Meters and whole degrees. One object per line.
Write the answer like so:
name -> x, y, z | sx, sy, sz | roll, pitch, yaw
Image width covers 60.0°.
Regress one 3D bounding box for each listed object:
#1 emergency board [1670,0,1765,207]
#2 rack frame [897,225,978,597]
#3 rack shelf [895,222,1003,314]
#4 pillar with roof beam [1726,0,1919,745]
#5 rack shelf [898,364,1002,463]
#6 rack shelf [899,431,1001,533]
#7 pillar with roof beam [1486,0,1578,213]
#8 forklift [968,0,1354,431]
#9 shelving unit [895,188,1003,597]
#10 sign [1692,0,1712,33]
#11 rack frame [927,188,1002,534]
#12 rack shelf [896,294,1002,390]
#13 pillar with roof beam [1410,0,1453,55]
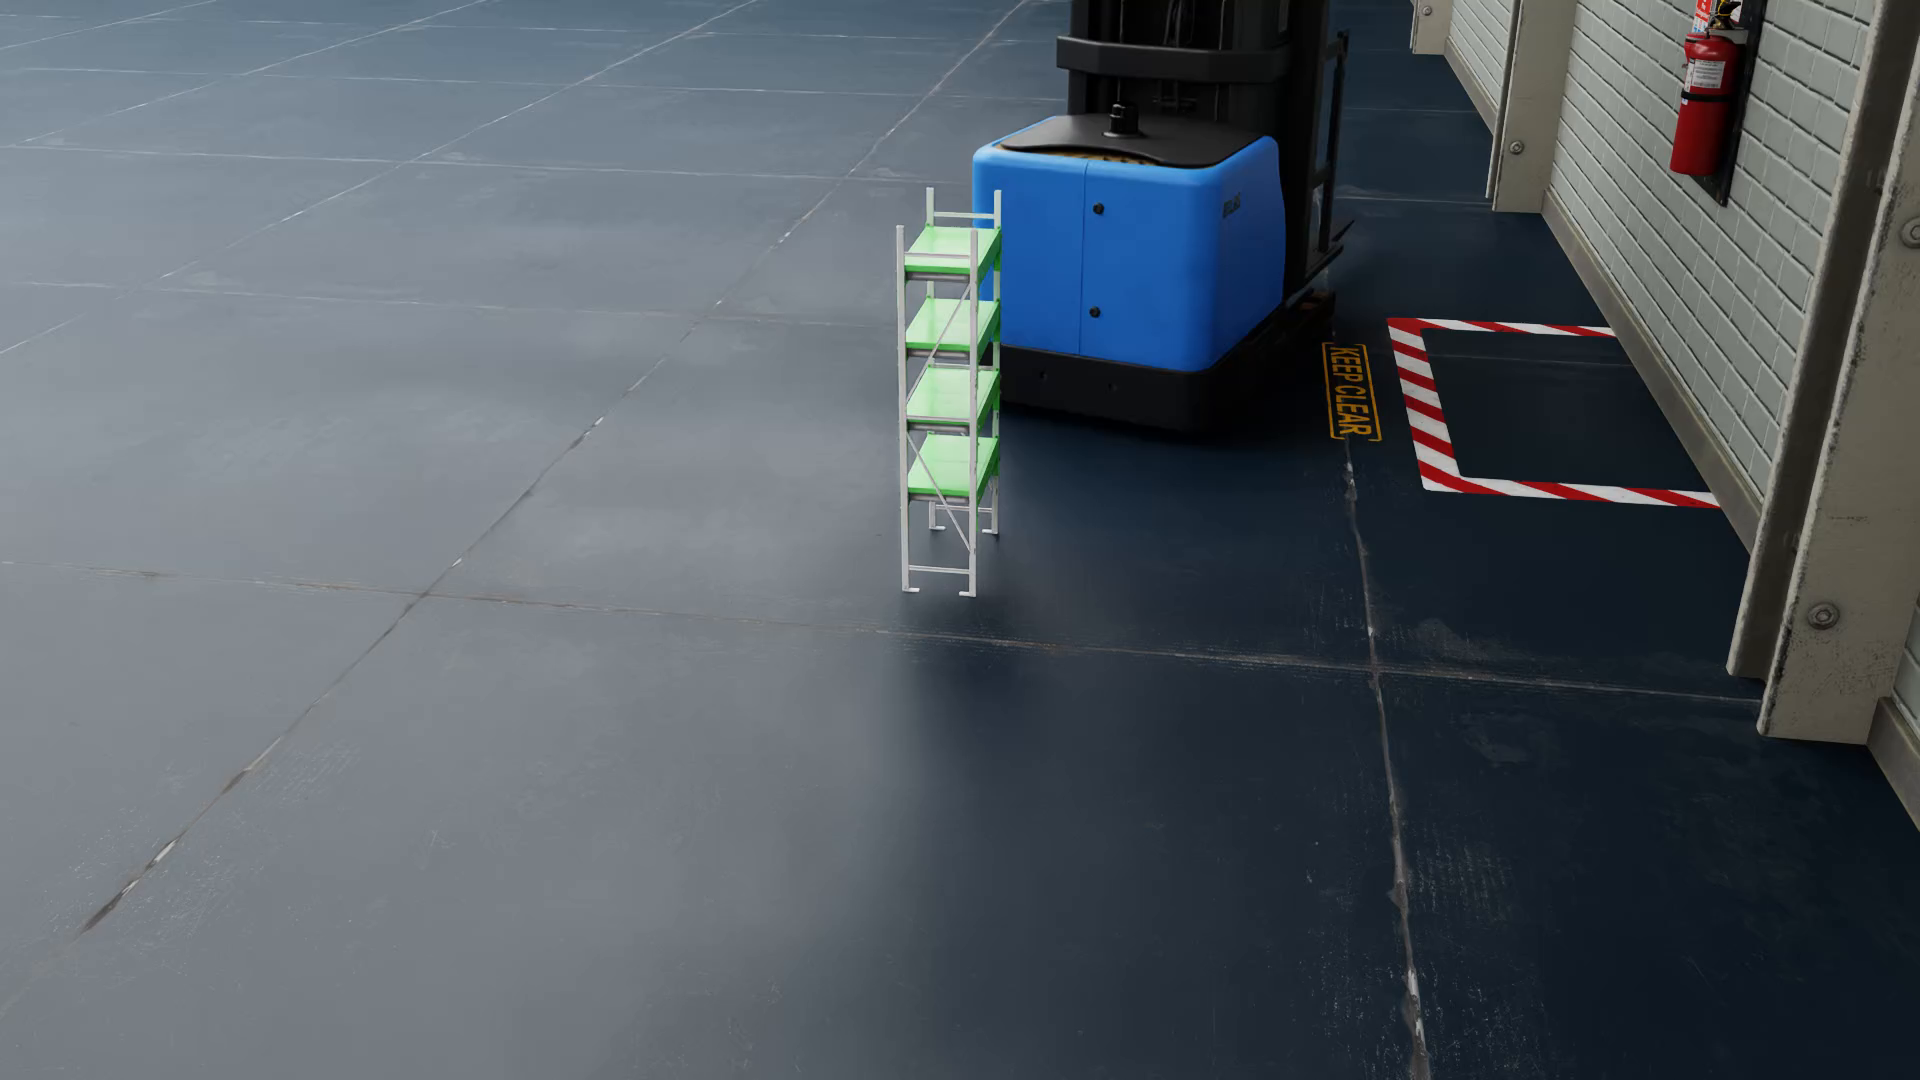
emergency board -> 2.840, -1.921, 6.315 | 0.194, 1.169, 0.643 | 4, 25, 9
rack frame -> -0.067, -0.372, 5.130 | 0.240, 1.200, 0.015 | 4, 25, 9
rack shelf -> -0.027, -0.851, 5.171 | 0.258, 0.148, 0.480 | 4, 25, 9
pillar with roof beam -> -1.849, -3.905, 3.478 | 9.100, 9.000, 0.400 | 4, 25, 9
rack shelf -> -0.027, -0.416, 5.375 | 0.258, 0.148, 0.480 | 4, 25, 9
rack shelf -> -0.027, -0.199, 5.477 | 0.258, 0.148, 0.480 | 4, 25, 9
pillar with roof beam -> -0.868, -6.415, 8.839 | 9.100, 9.000, 0.400 | 4, 25, 9
forklift -> 1.139, -2.344, 7.301 | 1.130, 2.935, 3.031 | 12, 28, 24
shelving unit -> -0.027, -0.474, 5.348 | 0.258, 1.200, 0.503 | 4, 25, 9
sign -> 3.032, -2.161, 6.786 | 0.001, 0.329, 0.234 | 4, 25, 9
rack frame -> 0.013, -0.576, 5.566 | 0.240, 1.200, 0.015 | 4, 25, 9
rack shelf -> -0.027, -0.634, 5.273 | 0.258, 0.148, 0.480 | 4, 25, 9
pillar with roof beam -> 0.112, -8.924, 14.200 | 9.100, 9.000, 0.400 | 4, 25, 9
